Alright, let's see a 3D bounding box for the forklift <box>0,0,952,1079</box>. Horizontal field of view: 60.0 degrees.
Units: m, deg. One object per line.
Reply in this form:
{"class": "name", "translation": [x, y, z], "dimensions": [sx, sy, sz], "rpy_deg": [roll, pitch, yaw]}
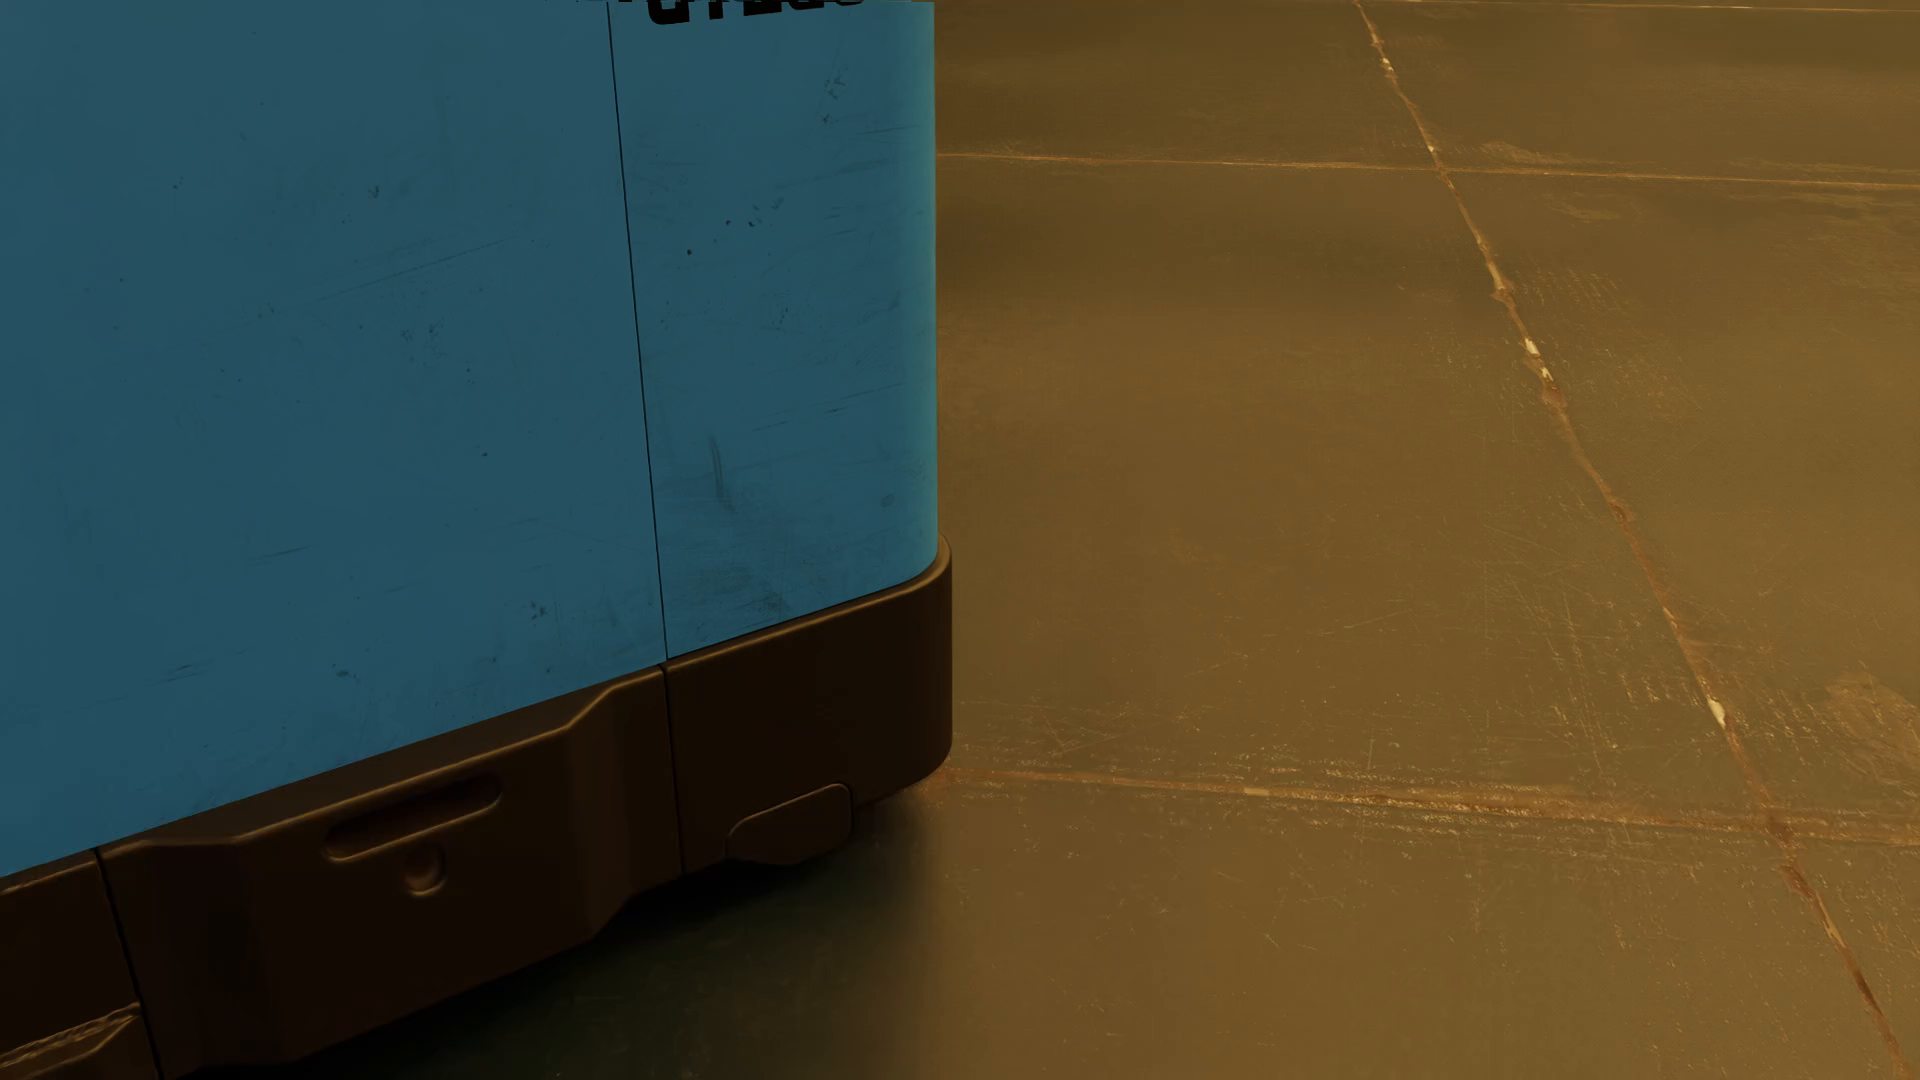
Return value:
{"class": "forklift", "translation": [-1.506, -0.809, 0.838], "dimensions": [3.031, 2.935, 1.130], "rpy_deg": [-18, 31, -31]}
